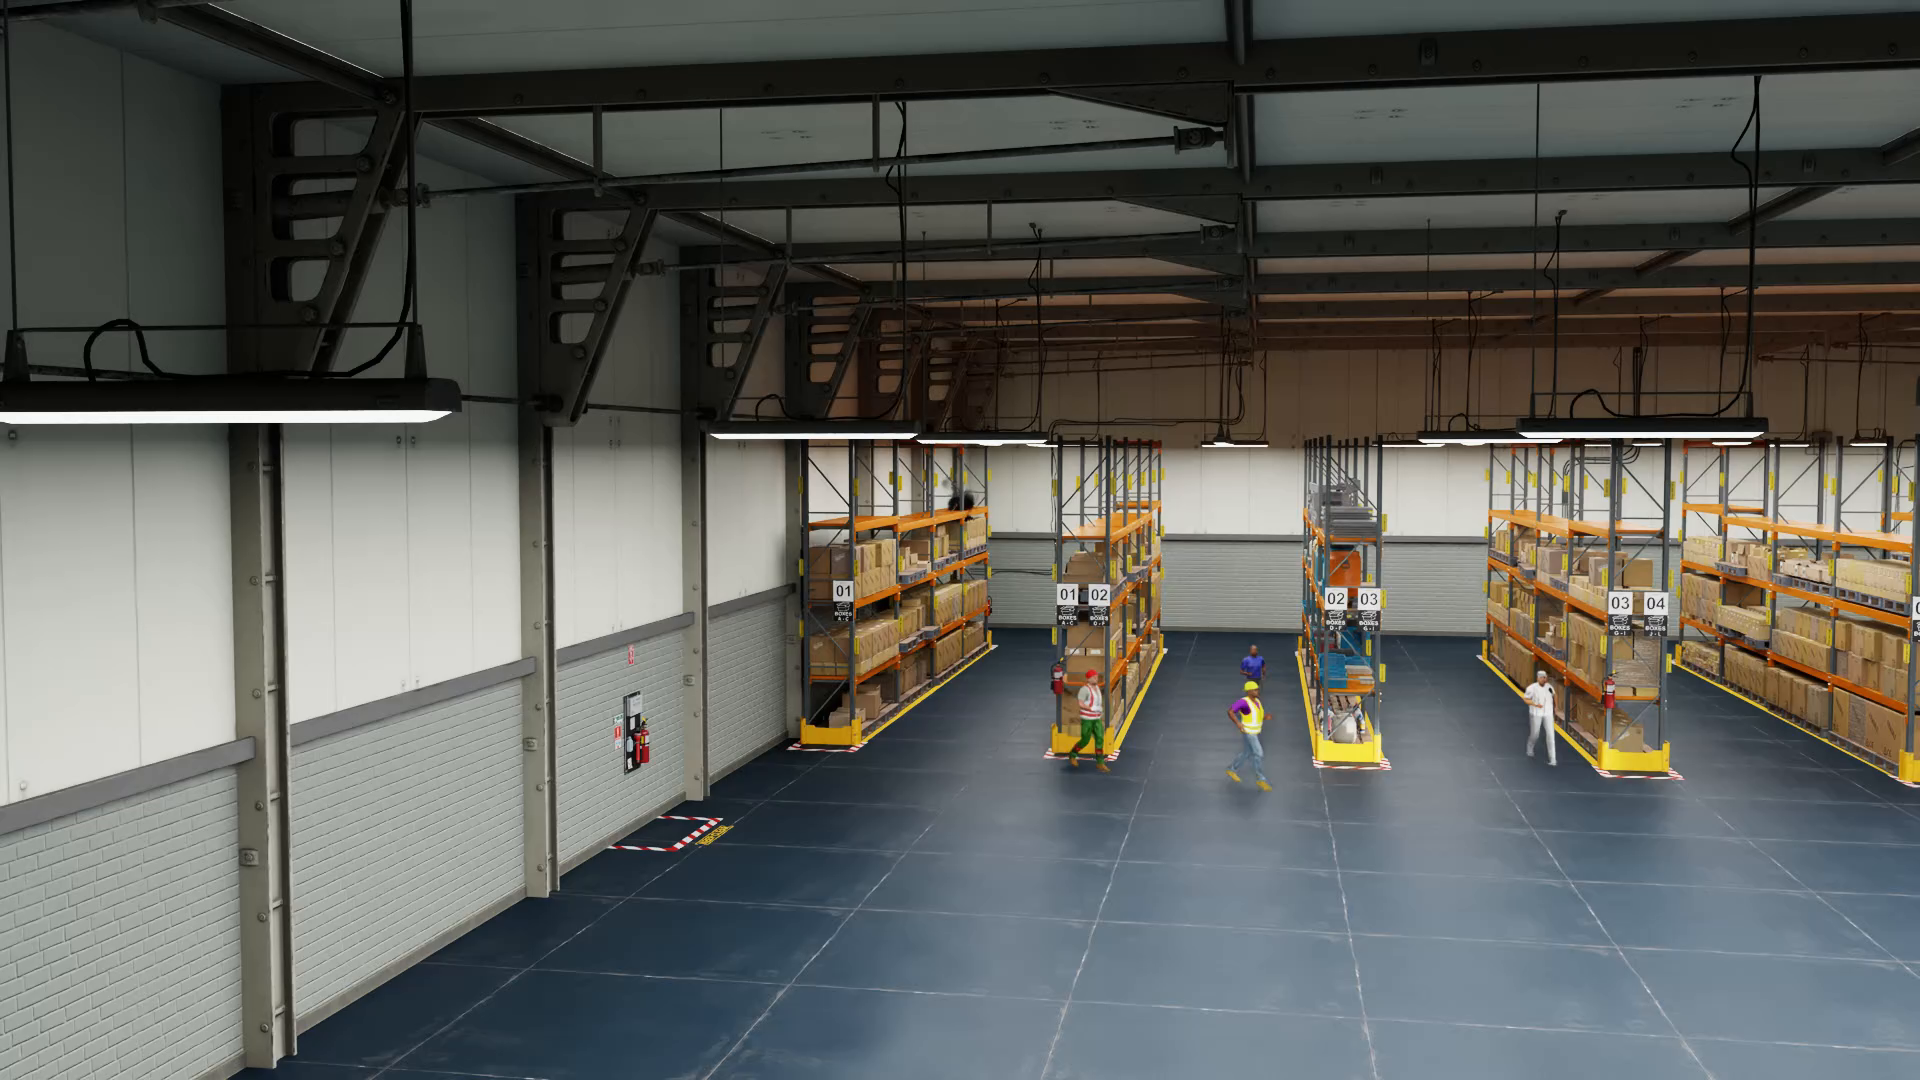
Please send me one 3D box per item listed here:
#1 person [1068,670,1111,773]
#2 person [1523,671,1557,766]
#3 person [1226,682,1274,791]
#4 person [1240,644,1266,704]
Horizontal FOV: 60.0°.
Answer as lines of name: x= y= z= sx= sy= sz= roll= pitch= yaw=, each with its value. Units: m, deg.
person: x=2.327 y=3.211 z=29.723 sx=0.880 sy=1.809 sz=0.683 roll=3 pitch=4 yaw=44
person: x=10.672 y=3.239 z=30.568 sx=0.642 sy=1.703 sz=0.867 roll=0 pitch=3 yaw=3
person: x=4.927 y=3.301 z=28.228 sx=0.901 sy=1.811 sz=0.686 roll=2 pitch=4 yaw=31
person: x=6.120 y=3.005 z=34.669 sx=0.579 sy=1.657 sz=0.923 roll=0 pitch=3 yaw=0
